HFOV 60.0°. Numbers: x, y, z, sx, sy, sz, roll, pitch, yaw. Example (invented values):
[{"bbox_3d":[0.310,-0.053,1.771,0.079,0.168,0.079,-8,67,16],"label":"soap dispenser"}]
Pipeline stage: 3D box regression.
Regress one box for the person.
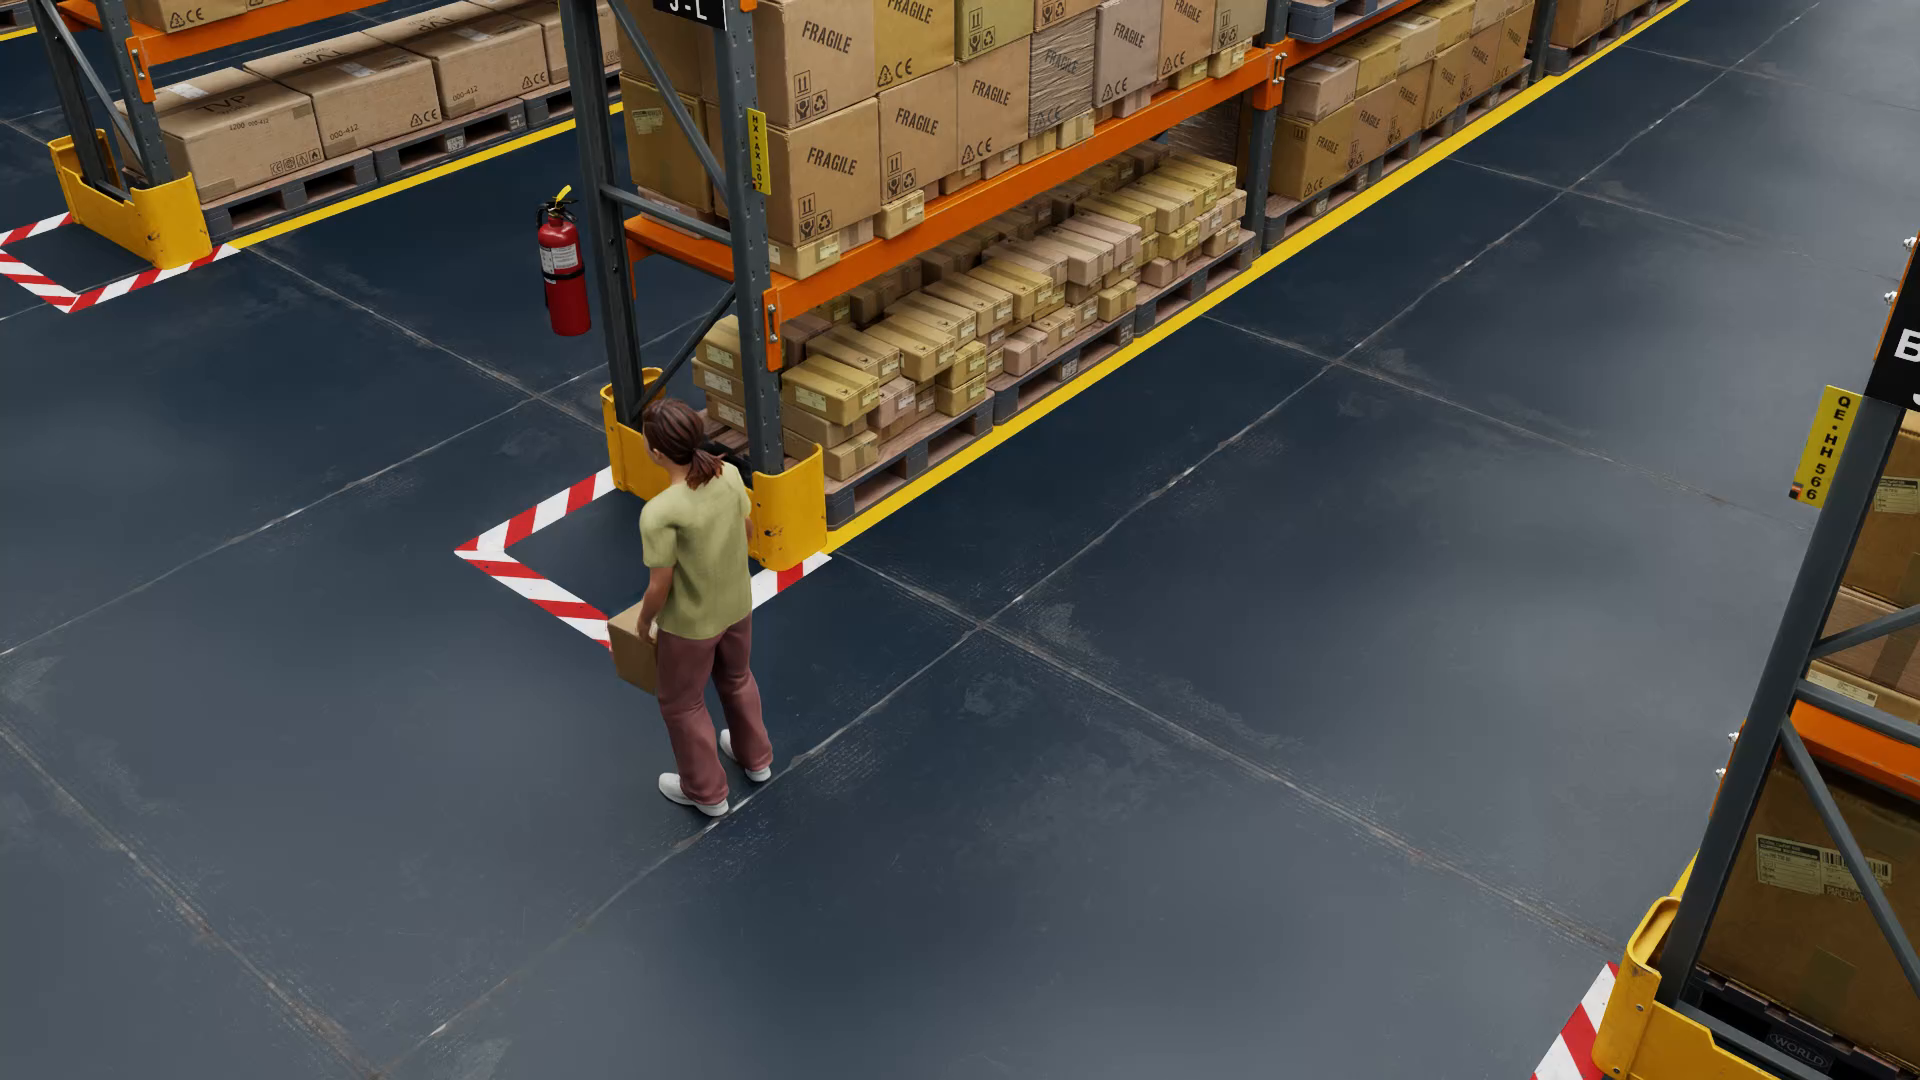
[{"bbox_3d":[-0.911,0.246,5.794,0.358,1.676,0.480,25,42,31],"label":"person"}]
